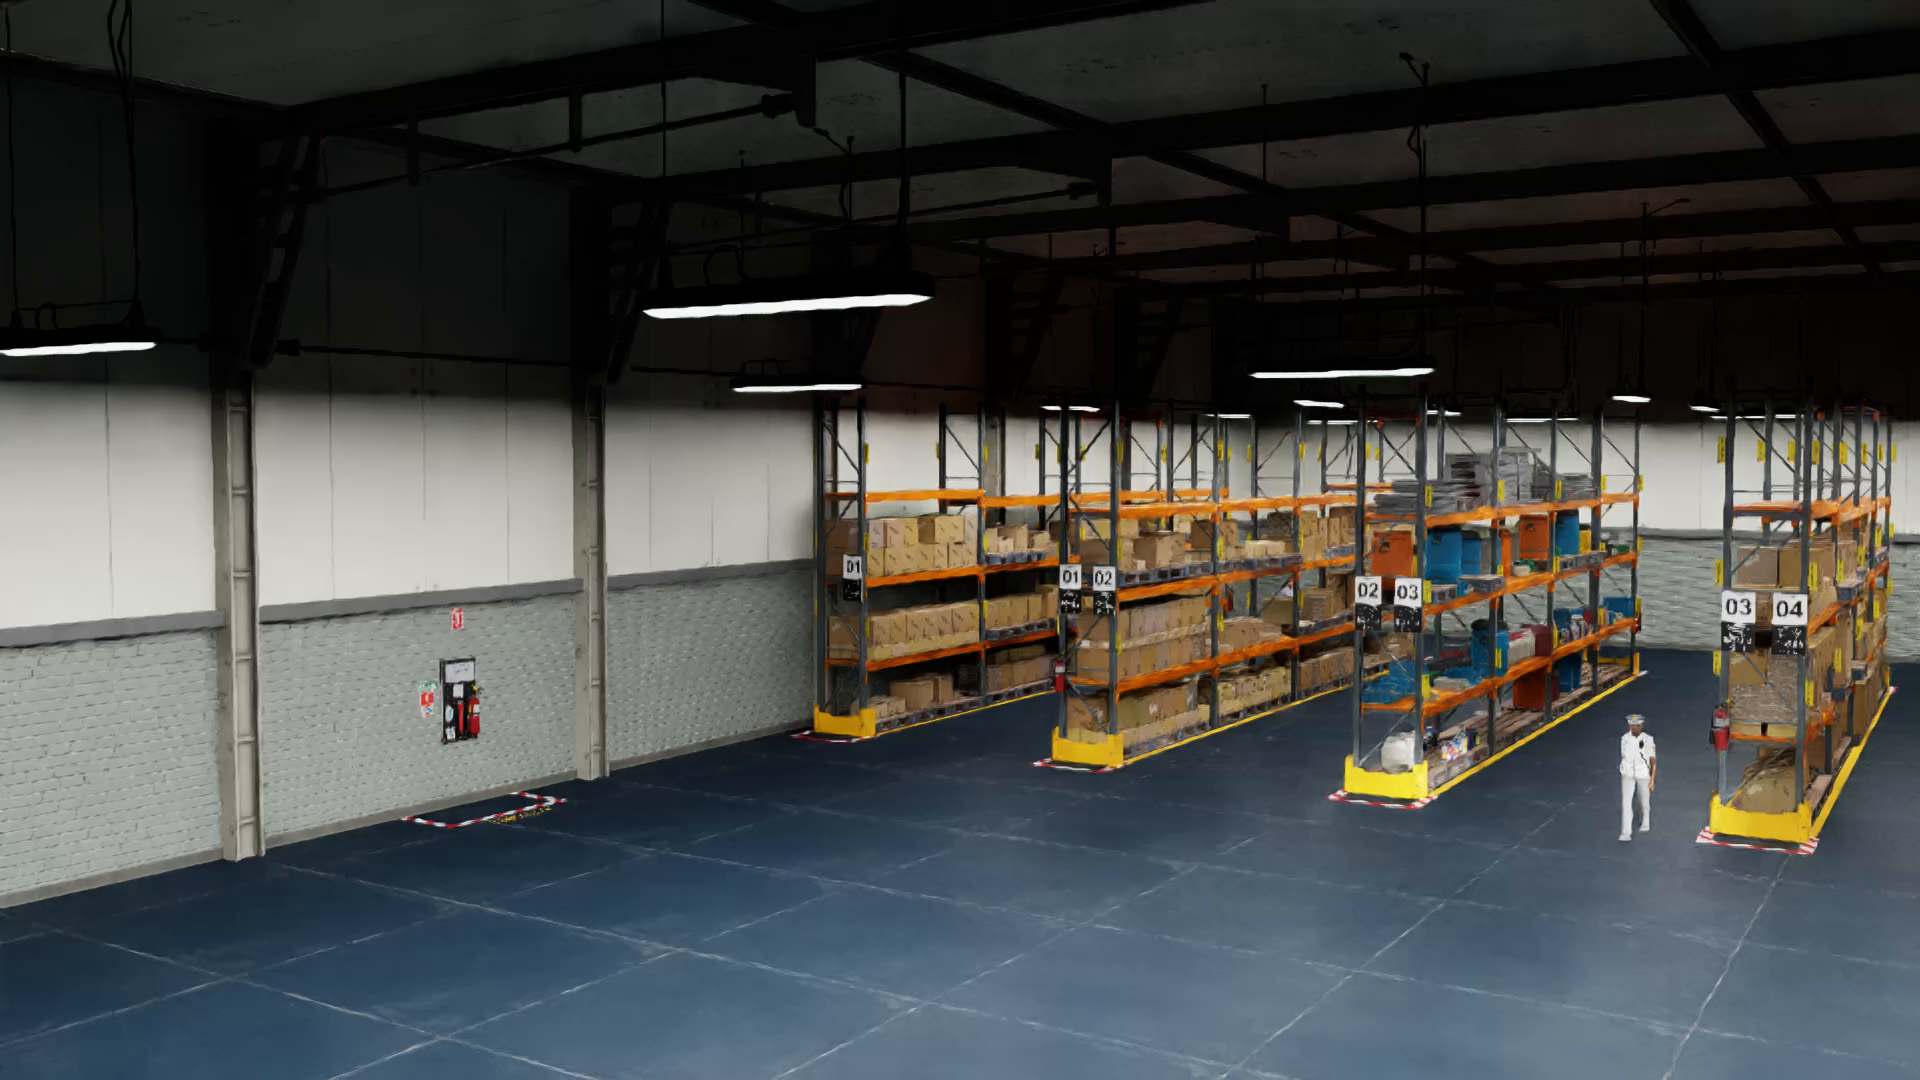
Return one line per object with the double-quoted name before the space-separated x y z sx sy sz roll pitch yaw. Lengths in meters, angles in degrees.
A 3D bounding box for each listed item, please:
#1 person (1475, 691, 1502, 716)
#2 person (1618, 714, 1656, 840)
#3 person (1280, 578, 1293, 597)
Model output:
"person" 9.715 2.388 30.489 0.419 1.637 0.523 -1 3 -16
"person" 8.790 3.048 21.562 0.461 1.626 0.990 2 4 31
"person" 8.758 1.835 44.876 0.680 1.640 0.519 -1 3 -12
